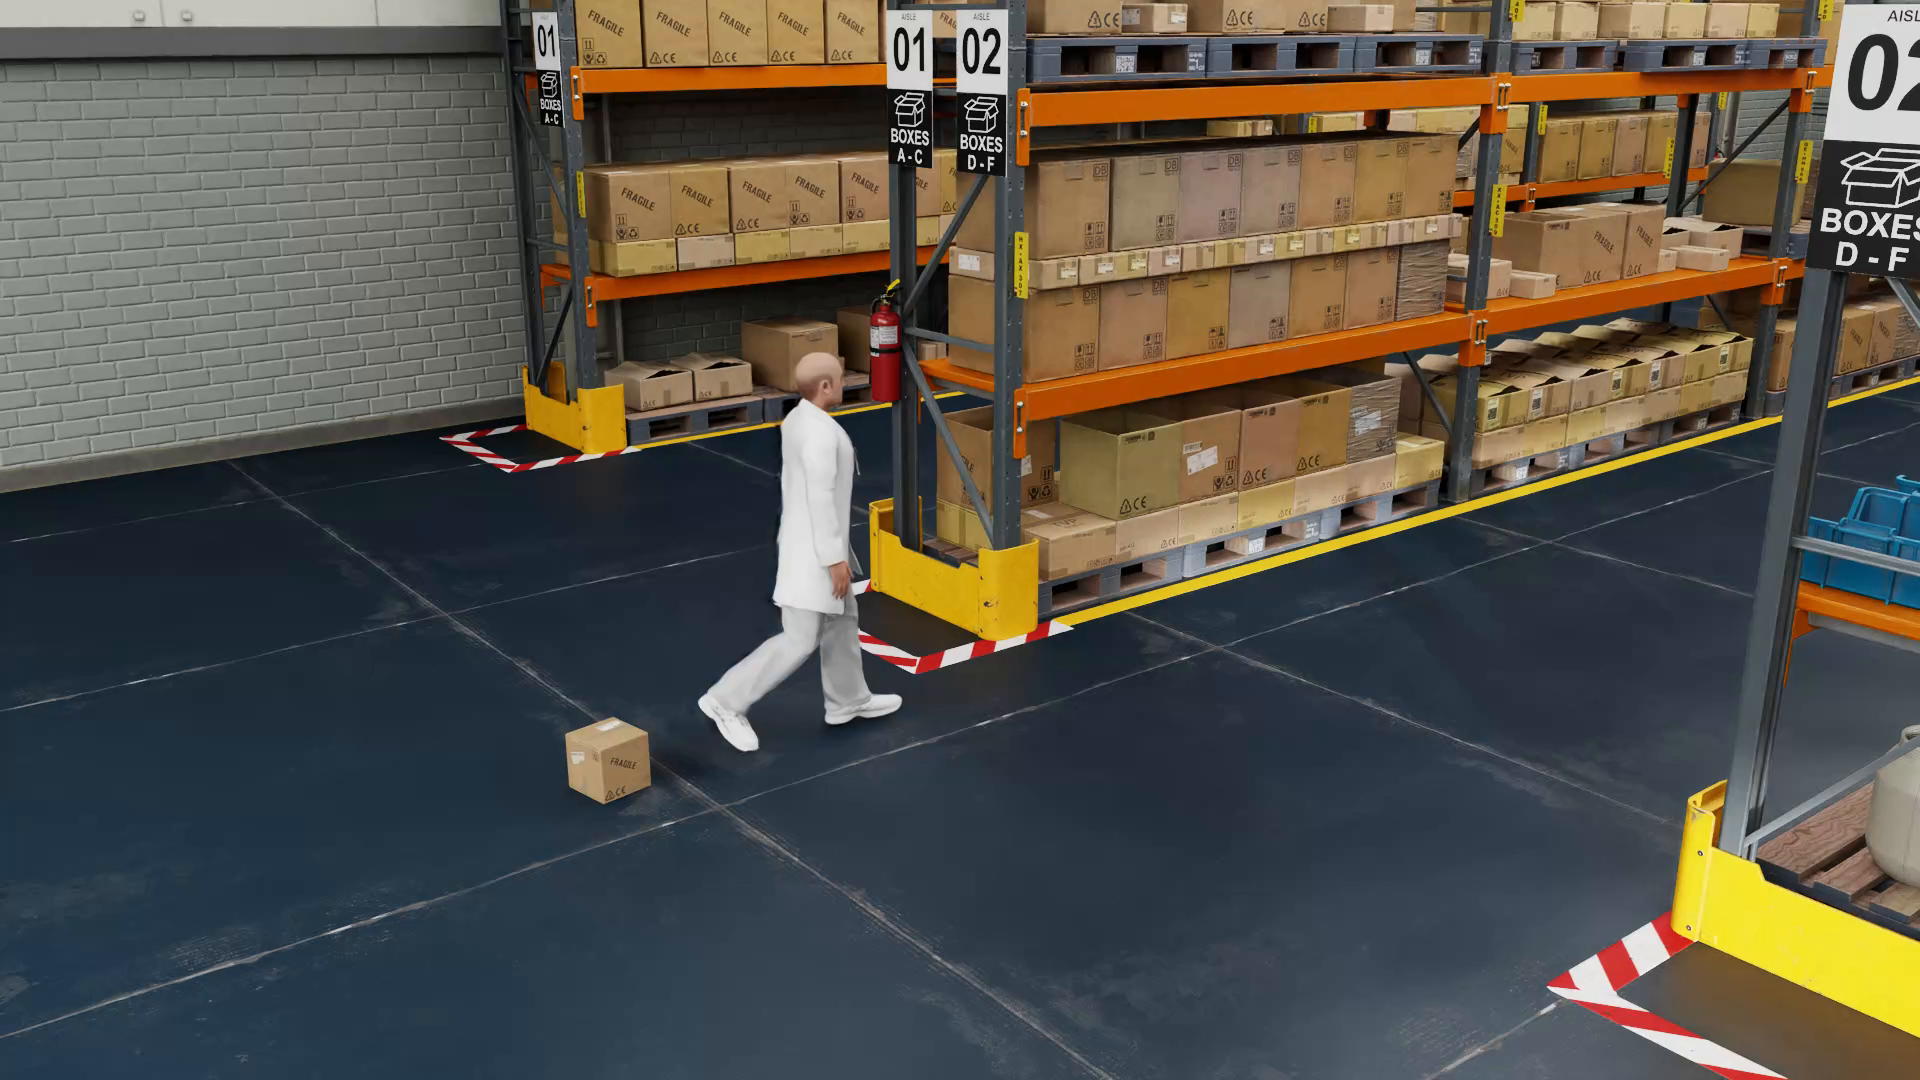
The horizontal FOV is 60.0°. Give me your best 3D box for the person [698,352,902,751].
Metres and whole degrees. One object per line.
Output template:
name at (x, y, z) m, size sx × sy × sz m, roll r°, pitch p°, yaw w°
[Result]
person at (-0.712, 0.051, 7.372) m, size 0.955 × 1.762 × 0.619 m, roll -3°, pitch 18°, yaw -11°
